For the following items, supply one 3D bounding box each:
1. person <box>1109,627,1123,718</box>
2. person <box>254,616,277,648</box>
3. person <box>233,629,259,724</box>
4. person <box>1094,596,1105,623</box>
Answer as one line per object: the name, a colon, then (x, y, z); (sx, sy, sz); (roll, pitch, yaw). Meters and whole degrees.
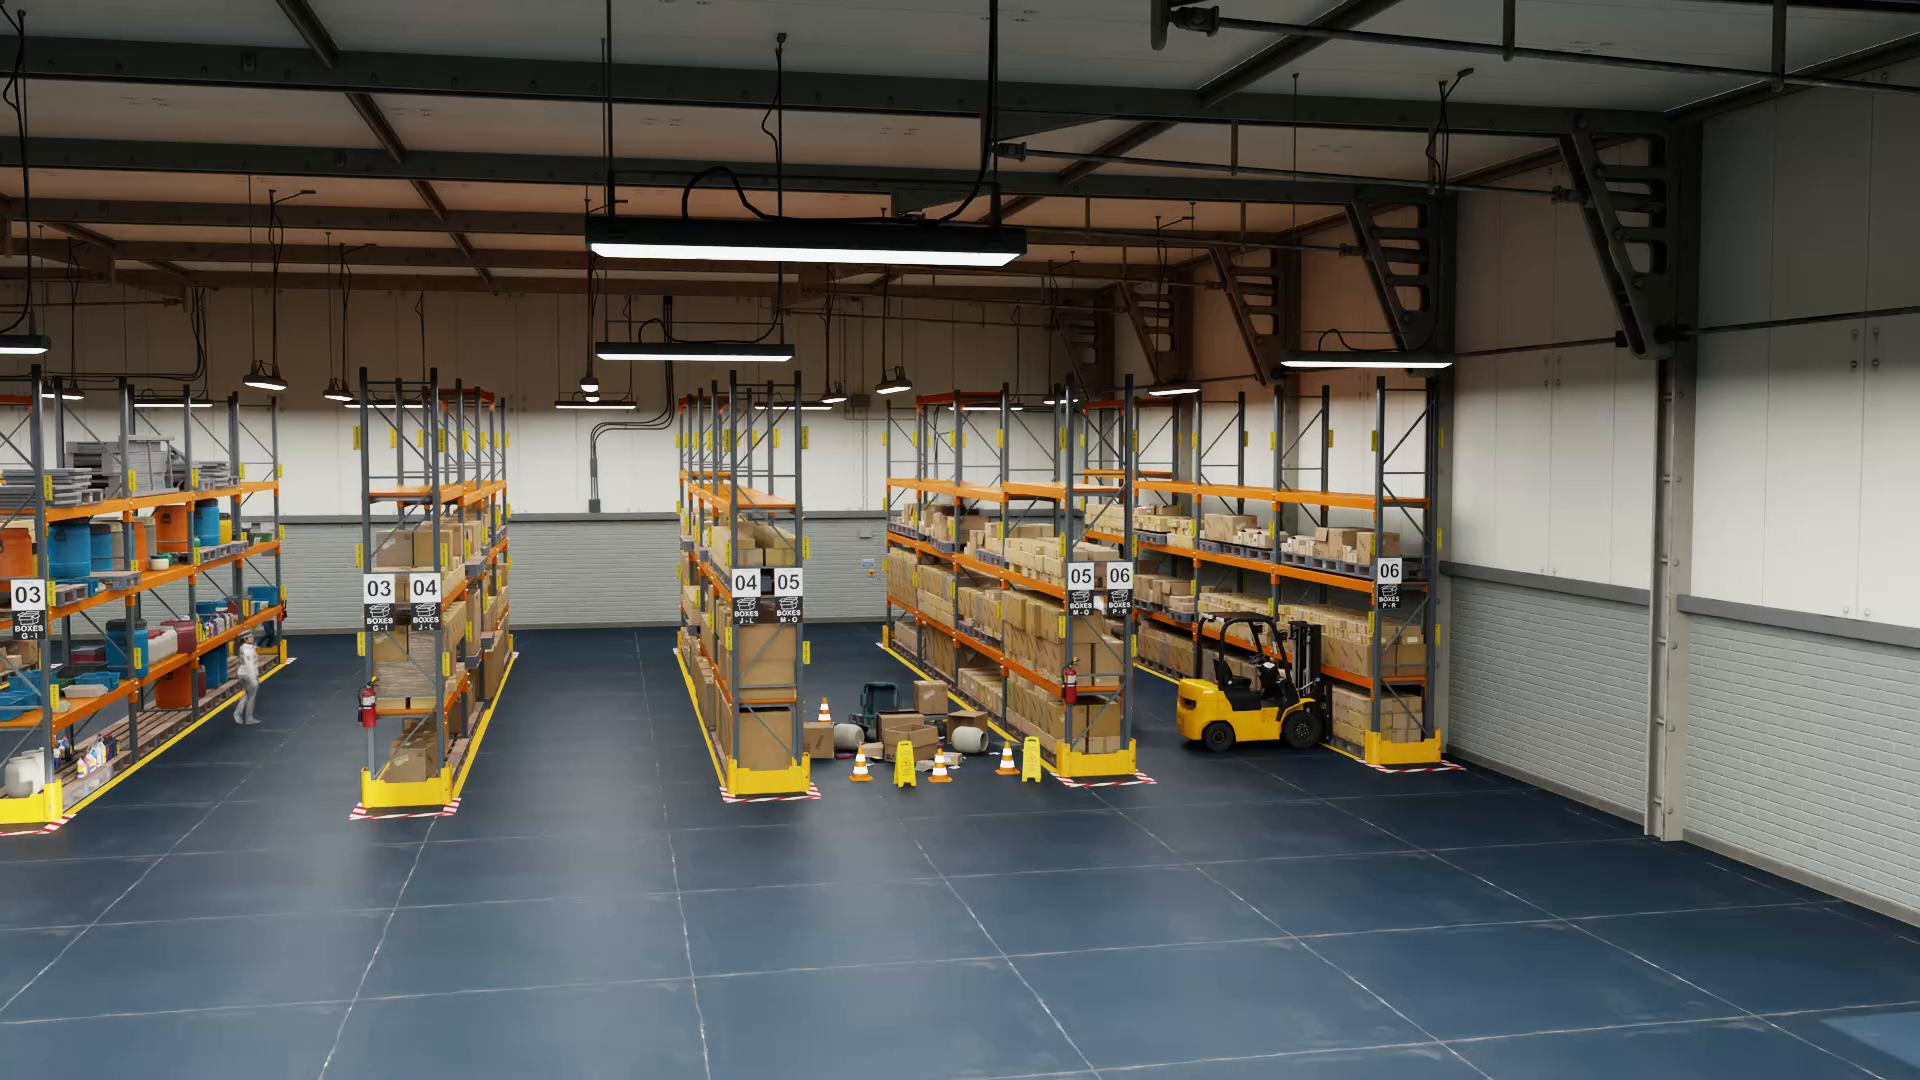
person: (2.819, 2.418, 30.080); (0.559, 1.691, 0.662); (-1, 3, -13)
person: (-16.170, 1.891, 38.763); (0.479, 1.588, 0.440); (1, 4, 19)
person: (-12.535, 2.406, 29.242); (0.477, 1.684, 0.475); (2, 4, 29)
person: (2.937, 1.950, 36.571); (0.454, 1.767, 0.644); (0, 3, -4)
